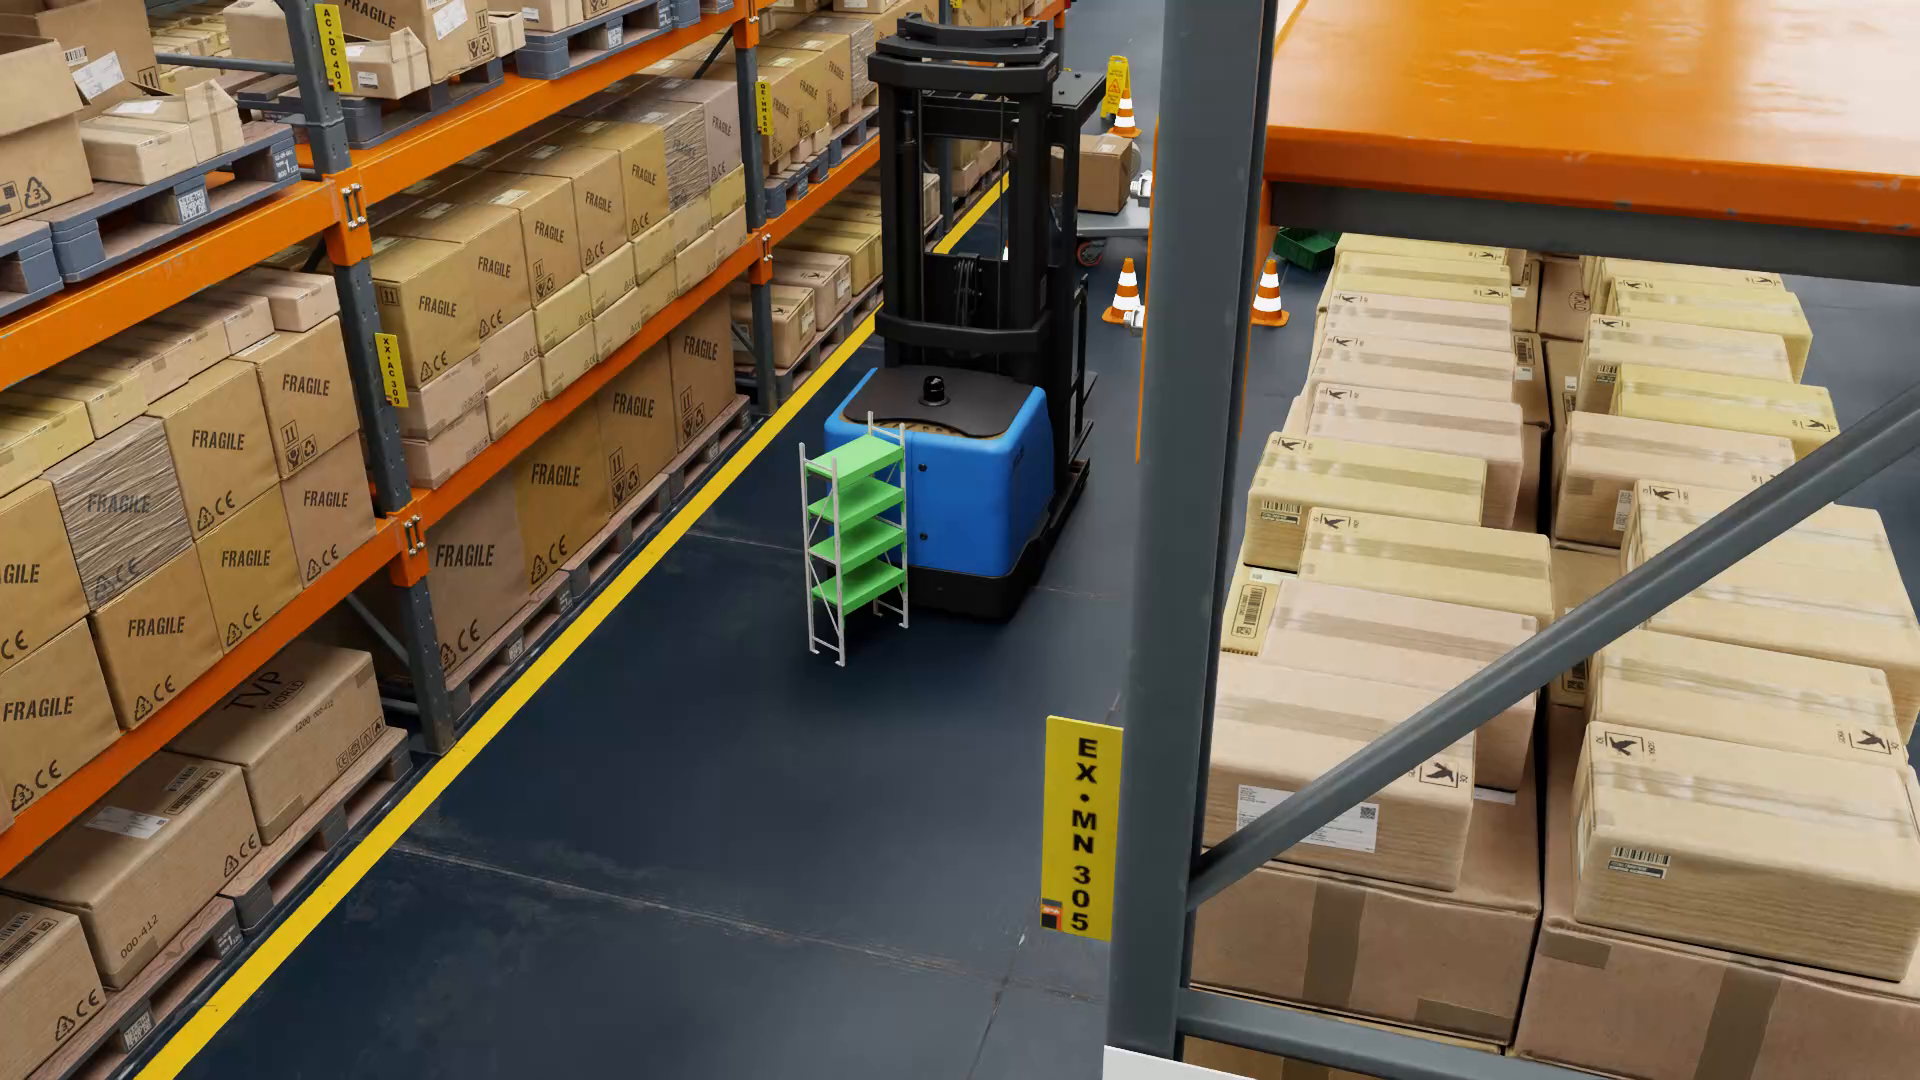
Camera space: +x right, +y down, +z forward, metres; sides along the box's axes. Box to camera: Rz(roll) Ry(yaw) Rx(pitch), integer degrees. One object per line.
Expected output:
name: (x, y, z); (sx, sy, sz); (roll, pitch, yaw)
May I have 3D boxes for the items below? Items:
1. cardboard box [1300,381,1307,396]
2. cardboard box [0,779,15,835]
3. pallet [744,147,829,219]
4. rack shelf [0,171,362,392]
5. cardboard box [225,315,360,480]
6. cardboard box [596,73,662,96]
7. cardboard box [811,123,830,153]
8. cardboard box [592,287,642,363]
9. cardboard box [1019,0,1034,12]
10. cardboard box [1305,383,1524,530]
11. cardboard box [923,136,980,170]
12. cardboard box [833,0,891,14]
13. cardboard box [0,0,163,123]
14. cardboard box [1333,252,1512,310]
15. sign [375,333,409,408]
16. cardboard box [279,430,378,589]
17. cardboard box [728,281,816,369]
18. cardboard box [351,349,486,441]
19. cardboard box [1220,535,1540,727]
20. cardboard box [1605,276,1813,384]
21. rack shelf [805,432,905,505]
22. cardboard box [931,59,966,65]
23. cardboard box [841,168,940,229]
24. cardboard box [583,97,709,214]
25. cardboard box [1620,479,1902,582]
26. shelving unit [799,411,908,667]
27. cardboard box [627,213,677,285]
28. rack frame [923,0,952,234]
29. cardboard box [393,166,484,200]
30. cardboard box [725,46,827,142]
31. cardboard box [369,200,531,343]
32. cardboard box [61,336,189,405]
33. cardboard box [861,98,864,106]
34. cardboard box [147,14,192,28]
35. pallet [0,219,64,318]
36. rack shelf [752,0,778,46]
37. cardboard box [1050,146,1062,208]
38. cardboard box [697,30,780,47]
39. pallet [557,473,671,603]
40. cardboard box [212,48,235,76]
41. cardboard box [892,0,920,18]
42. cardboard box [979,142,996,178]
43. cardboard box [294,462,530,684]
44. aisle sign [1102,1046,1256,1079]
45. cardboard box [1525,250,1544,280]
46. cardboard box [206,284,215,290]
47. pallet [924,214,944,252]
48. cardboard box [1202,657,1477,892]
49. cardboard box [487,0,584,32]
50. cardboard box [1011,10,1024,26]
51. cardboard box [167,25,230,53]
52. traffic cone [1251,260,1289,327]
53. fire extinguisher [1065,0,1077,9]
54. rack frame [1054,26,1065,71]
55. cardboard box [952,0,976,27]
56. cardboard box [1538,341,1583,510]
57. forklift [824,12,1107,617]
cardboard box: (1.151, -0.310, 4.291); (0.500, 0.250, 0.500); (10, 31, 17)
cardboard box: (-3.383, 0.785, 5.150); (0.500, 0.500, 0.500); (8, 30, 15)
pallet: (-1.631, -2.497, 11.350); (1.213, 0.211, 1.003); (8, 30, 15)
rack shelf: (-3.499, -0.442, 5.114); (1.077, 0.370, 4.000); (8, 30, 15)
cardboard box: (-2.787, -0.597, 6.606); (0.500, 0.500, 0.500); (8, 30, 14)
cardboard box: (-2.117, -2.520, 10.064); (0.500, 0.500, 0.500); (8, 30, 13)
cardboard box: (-1.125, -2.804, 11.532); (0.380, 0.149, 0.250); (9, 30, 15)
cardboard box: (-2.059, -1.184, 8.947); (0.500, 0.250, 0.500); (8, 30, 14)
cardboard box: (0.412, -5.370, 15.909); (0.500, 0.500, 0.500); (8, 30, 15)
cardboard box: (0.839, -0.159, 3.094); (0.380, 0.149, 0.250); (8, 30, 14)
cardboard box: (-0.133, -3.638, 14.830); (0.500, 0.500, 0.500); (10, 31, 17)
cardboard box: (-0.732, -4.034, 12.408); (0.380, 0.149, 0.250); (7, 30, 13)
cardboard box: (-3.286, -1.713, 6.021); (0.500, 0.500, 0.500); (9, 30, 16)
cardboard box: (1.036, -0.526, 3.754); (0.380, 0.149, 0.250); (8, 30, 13)
sign: (-2.381, -0.710, 6.968); (0.100, 0.325, 0.005); (8, 30, 15)
cardboard box: (-2.804, -0.167, 6.862); (0.500, 0.500, 0.500); (9, 30, 15)
cardboard box: (-1.563, -1.530, 11.687); (0.950, 0.372, 0.625); (6, 30, 11)
cardboard box: (-2.514, -0.692, 7.549); (0.500, 0.250, 0.500); (8, 30, 13)
cardboard box: (0.716, 0.191, 2.875); (0.500, 0.250, 0.500); (8, 30, 14)
cardboard box: (1.609, -0.444, 3.607); (0.380, 0.149, 0.250); (8, 30, 14)
rack shelf: (-0.531, -0.365, 8.315); (0.258, 0.148, 0.480); (23, 36, 35)
cardboard box: (-0.165, -4.084, 14.264); (0.380, 0.149, 0.250); (8, 30, 15)
cardboard box: (-0.716, -2.884, 14.120); (0.950, 0.372, 0.625); (9, 30, 16)
cardboard box: (-1.783, -2.197, 9.483); (0.500, 0.500, 0.500); (9, 30, 16)
cardboard box: (1.301, 0.043, 2.732); (0.380, 0.149, 0.250); (9, 30, 16)
shelving unit: (-0.531, -0.001, 8.517); (0.258, 1.200, 0.503); (23, 36, 35)
cardboard box: (-1.915, -1.646, 9.263); (0.500, 0.250, 0.500); (8, 30, 14)
rack frame: (-0.564, -4.093, 14.022); (1.000, 3.000, 0.127); (8, 30, 15)
cardboard box: (-2.709, -1.574, 8.362); (0.500, 0.500, 0.500); (9, 30, 16)
cardboard box: (-1.239, -3.011, 11.235); (0.500, 0.500, 0.500); (10, 31, 17)
cardboard box: (-2.386, -1.260, 7.797); (0.500, 0.500, 0.500); (8, 30, 15)
cardboard box: (-3.019, -0.609, 5.960); (0.380, 0.149, 0.250); (8, 30, 14)
cardboard box: (-0.940, -3.308, 12.438); (0.380, 0.149, 0.250); (7, 30, 13)
cardboard box: (-6.328, -4.059, 13.191); (0.380, 0.149, 0.250); (8, 30, 14)
pallet: (-3.522, -0.703, 4.935); (1.003, 0.211, 1.213); (8, 30, 15)
rack shelf: (-1.151, -4.160, 11.797); (1.077, 0.370, 4.000); (8, 30, 15)
cardboard box: (1.051, -3.305, 15.175); (0.500, 0.500, 0.500); (-17, 34, -28)
cardboard box: (-1.582, -3.319, 11.789); (0.500, 0.500, 0.500); (6, 30, 11)
pallet: (-2.402, -0.095, 9.703); (1.003, 0.211, 1.213); (8, 30, 15)
cardboard box: (-5.802, -3.738, 13.024); (0.500, 0.250, 0.500); (8, 30, 14)
cardboard box: (-0.625, -3.972, 12.964); (0.500, 0.500, 0.500); (9, 30, 15)
cardboard box: (0.013, -3.560, 15.461); (0.500, 0.250, 0.500); (10, 31, 18)
cardboard box: (-2.807, 0.070, 8.292); (0.875, 0.875, 0.875); (9, 30, 16)
aisle sign: (0.367, 0.998, 2.196); (0.394, 0.787, 0.004); (8, 30, 15)
cardboard box: (1.328, -0.759, 4.584); (0.500, 0.250, 0.500); (8, 30, 15)
cardboard box: (-3.253, -1.030, 6.717); (0.380, 0.149, 0.250); (8, 30, 14)
pallet: (-0.791, -2.512, 14.049); (1.003, 0.211, 1.213); (8, 30, 15)
cardboard box: (0.492, 0.309, 2.254); (0.380, 0.149, 0.250); (8, 30, 14)
cardboard box: (-2.041, -2.610, 7.977); (0.396, 0.266, 0.258); (11, 31, 19)
cardboard box: (0.396, -5.033, 15.971); (0.380, 0.149, 0.250); (8, 30, 14)
cardboard box: (-5.871, -3.865, 12.843); (0.380, 0.149, 0.250); (9, 30, 15)
traffic cone: (2.360, -1.917, 12.720); (0.336, 0.463, 0.334); (8, 30, 15)
fire extinguisher: (1.084, -5.905, 17.360); (0.296, 0.674, 0.183); (8, 30, 15)
rack frame: (0.610, -5.952, 17.363); (1.000, 3.000, 0.127); (8, 30, 15)
cardboard box: (-0.169, -4.431, 14.221); (0.500, 0.500, 0.500); (8, 30, 15)
cardboard box: (1.511, -0.199, 3.576); (0.500, 0.250, 0.500); (7, 30, 13)
forklift: (0.179, -1.574, 9.565); (1.130, 2.935, 3.031); (8, 30, 14)
